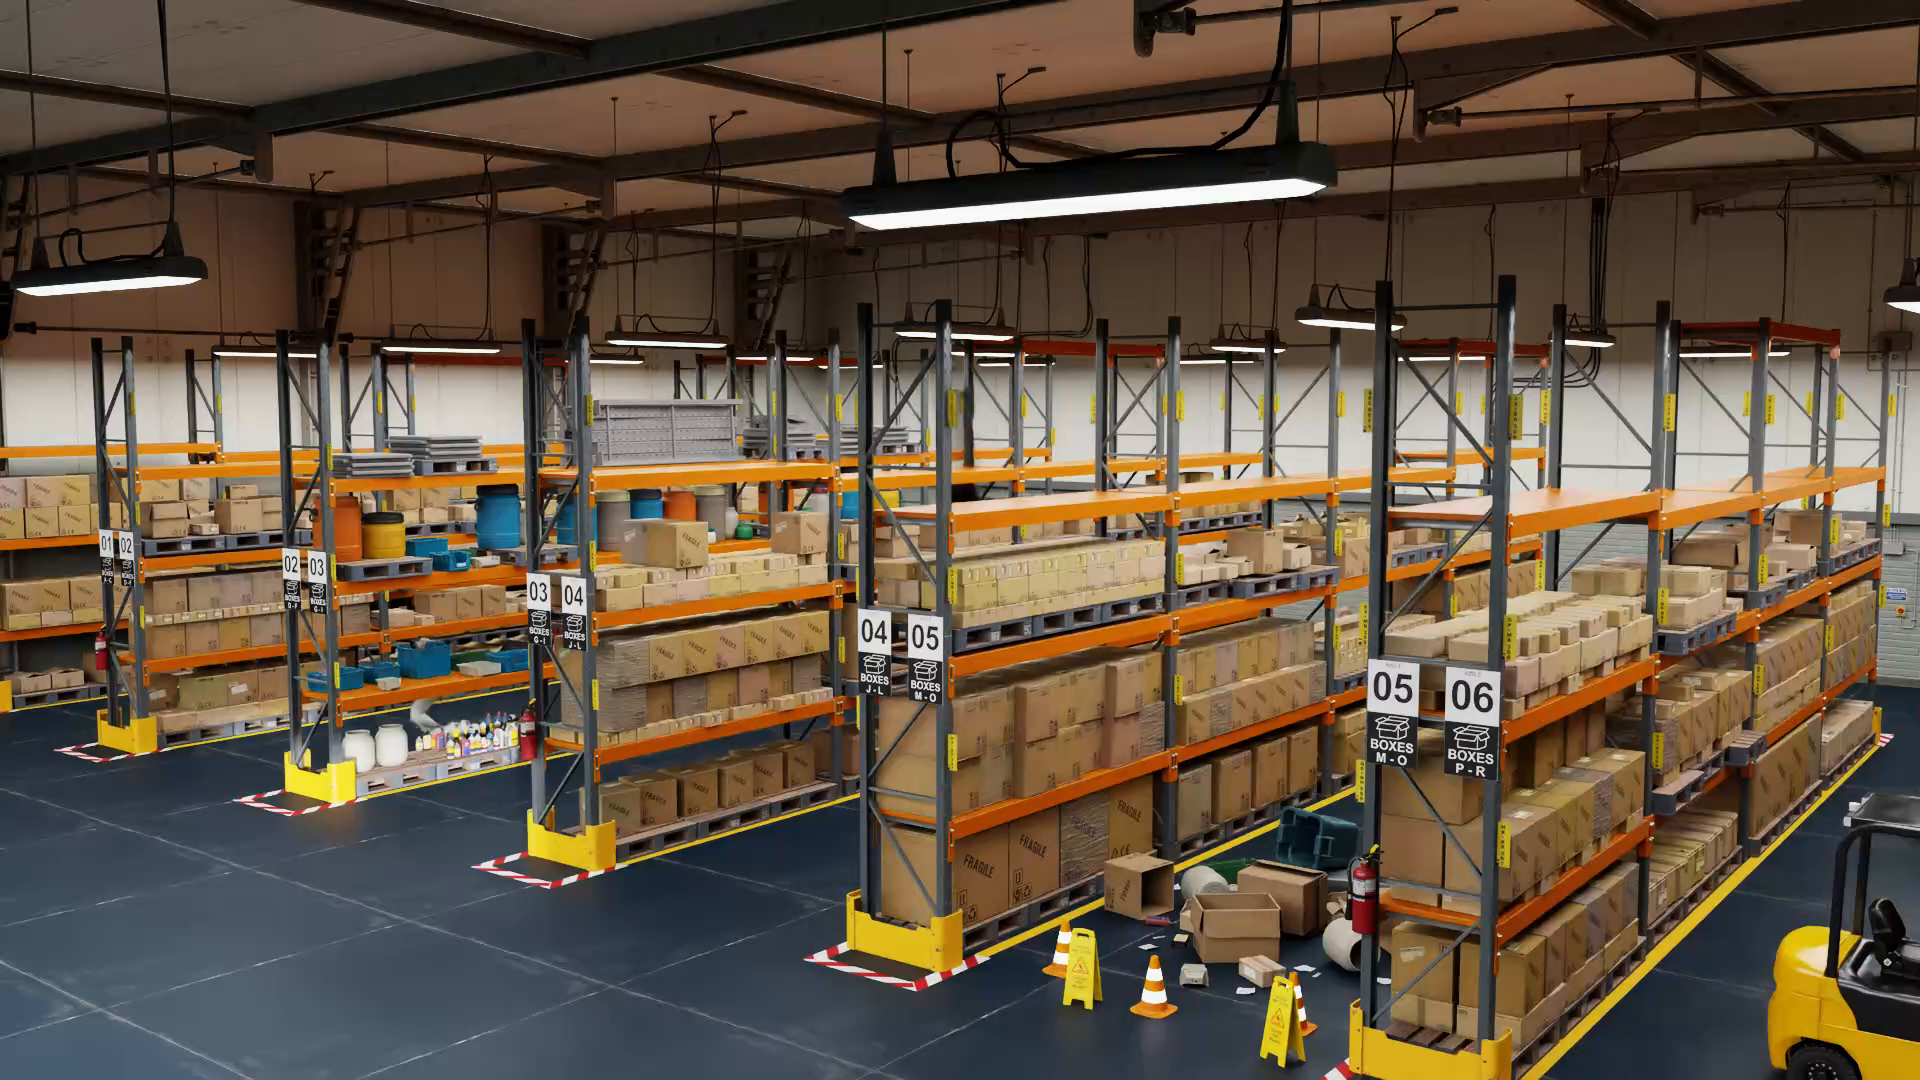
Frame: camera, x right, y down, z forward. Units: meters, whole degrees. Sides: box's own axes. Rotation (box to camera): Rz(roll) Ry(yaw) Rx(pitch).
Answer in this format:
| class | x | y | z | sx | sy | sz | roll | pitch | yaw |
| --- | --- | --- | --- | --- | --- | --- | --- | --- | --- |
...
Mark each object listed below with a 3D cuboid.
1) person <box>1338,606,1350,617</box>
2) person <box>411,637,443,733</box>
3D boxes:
| class | x | y | z | sx | sy | sz | roll | pitch | yaw |
| --- | --- | --- | --- | --- | --- | --- | --- | --- | --- |
| person | 6.184 | 1.939 | 27.090 | 0.703 | 1.737 | 0.621 | 4 | 7 | 41 |
| person | -7.884 | 2.240 | 24.342 | 0.622 | 1.607 | 0.579 | 4 | 7 | 41 |
